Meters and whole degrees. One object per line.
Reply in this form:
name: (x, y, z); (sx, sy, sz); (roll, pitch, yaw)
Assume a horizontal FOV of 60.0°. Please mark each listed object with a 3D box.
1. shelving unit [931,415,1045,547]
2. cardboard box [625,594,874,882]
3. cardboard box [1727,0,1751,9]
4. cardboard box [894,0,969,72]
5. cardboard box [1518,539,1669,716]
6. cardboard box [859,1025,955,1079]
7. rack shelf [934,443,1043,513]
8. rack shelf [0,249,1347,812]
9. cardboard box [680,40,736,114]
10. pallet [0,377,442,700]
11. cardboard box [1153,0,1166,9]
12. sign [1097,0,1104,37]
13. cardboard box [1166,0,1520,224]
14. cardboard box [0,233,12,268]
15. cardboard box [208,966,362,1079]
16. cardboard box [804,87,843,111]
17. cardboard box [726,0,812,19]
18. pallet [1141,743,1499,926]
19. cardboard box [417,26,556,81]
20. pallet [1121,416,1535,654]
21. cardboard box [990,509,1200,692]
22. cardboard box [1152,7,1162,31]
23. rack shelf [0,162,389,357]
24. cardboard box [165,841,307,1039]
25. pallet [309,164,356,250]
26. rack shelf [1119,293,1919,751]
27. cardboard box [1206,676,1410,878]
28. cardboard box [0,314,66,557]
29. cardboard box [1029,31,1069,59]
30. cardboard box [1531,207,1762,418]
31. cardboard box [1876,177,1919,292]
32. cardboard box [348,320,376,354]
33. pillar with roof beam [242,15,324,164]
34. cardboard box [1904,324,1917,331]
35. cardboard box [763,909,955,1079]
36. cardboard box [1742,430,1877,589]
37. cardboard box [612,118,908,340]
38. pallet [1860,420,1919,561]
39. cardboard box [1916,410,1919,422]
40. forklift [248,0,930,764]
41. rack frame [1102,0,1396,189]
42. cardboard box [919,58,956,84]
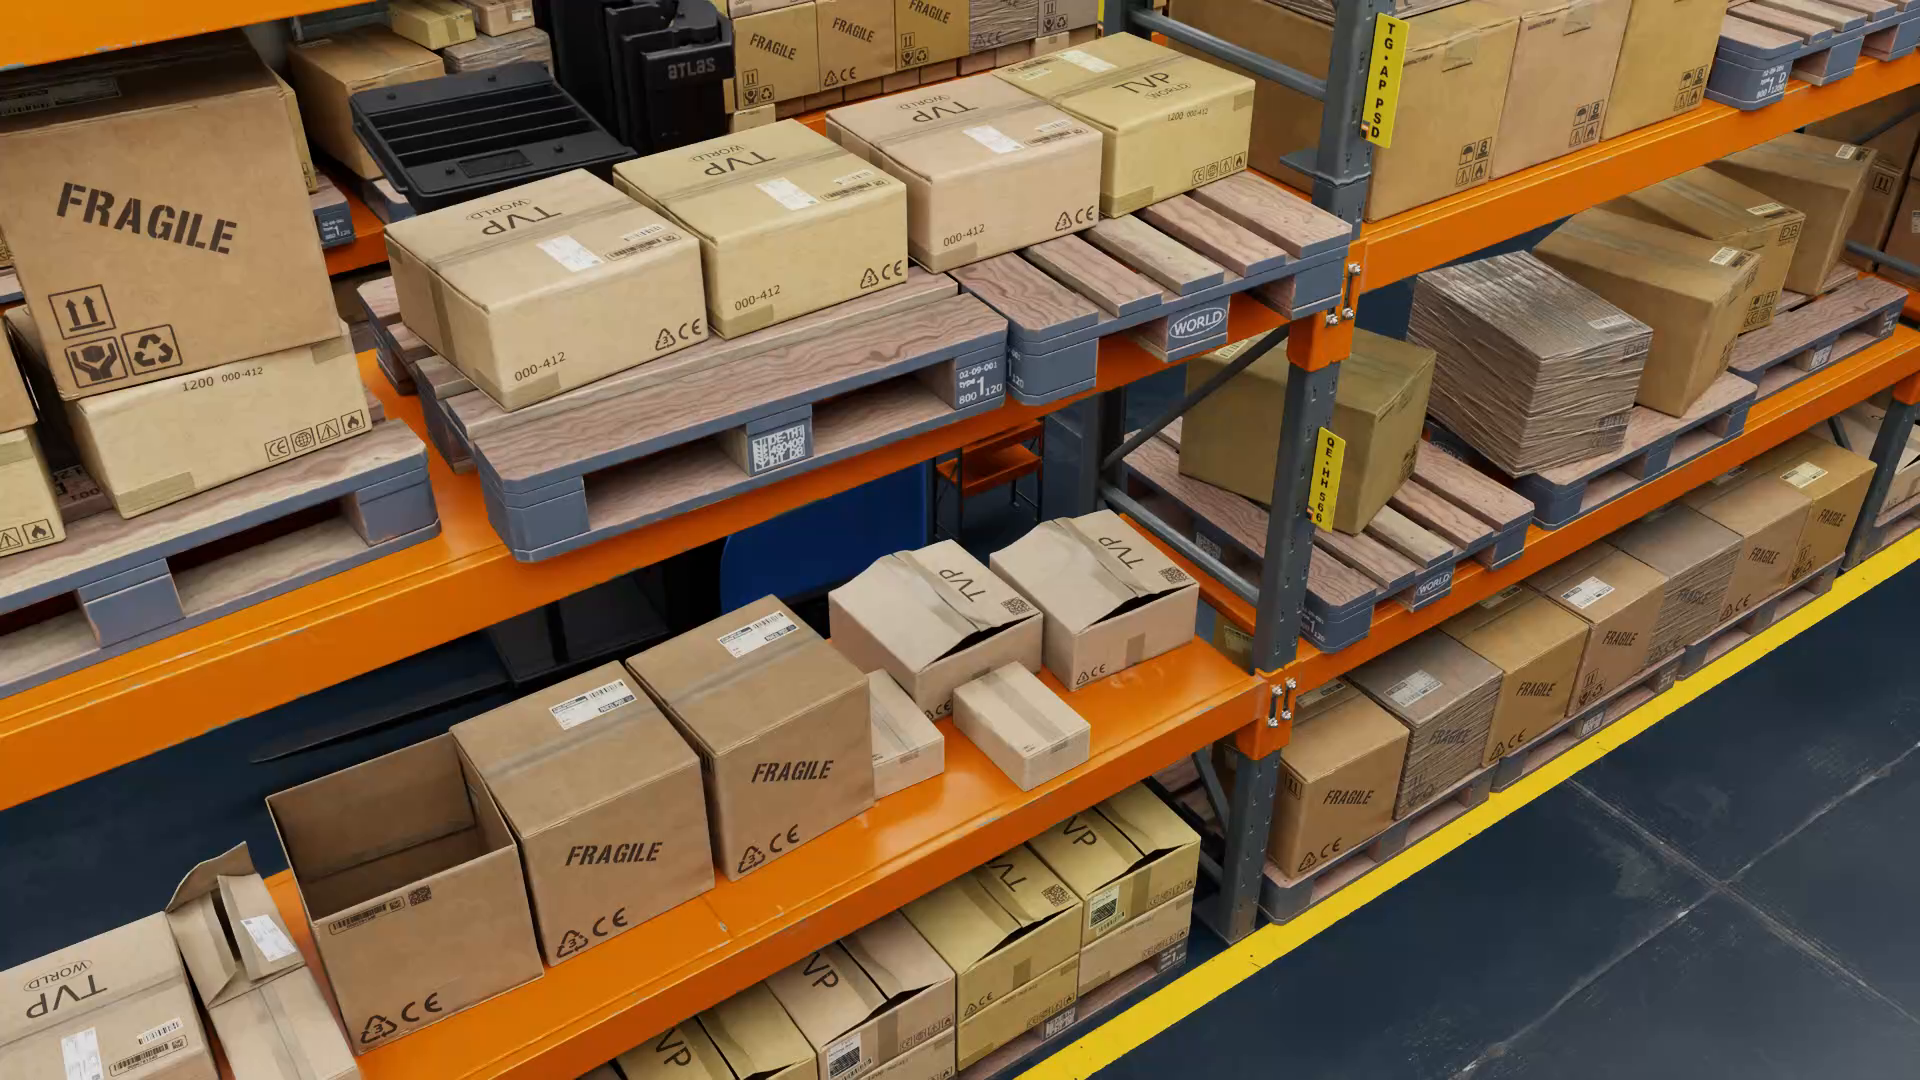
shelving unit: (0.135, -0.543, 7.977); (0.503, 1.200, 0.258); (-22, 41, -28)
cardboard box: (-0.600, 0.562, 4.814); (0.500, 0.500, 0.500); (-25, 42, -30)
cardboard box: (2.489, -2.200, 5.641); (0.600, 0.600, 0.600); (-24, 42, -30)
cardboard box: (-0.289, -3.060, 9.579); (0.500, 0.500, 0.500); (-21, 41, -27)
cardboard box: (2.560, 0.327, 6.991); (0.500, 0.500, 0.500); (-24, 42, -29)
cardboard box: (-0.360, 1.612, 5.435); (0.500, 0.250, 0.500); (-21, 41, -27)
rack shelf: (0.135, -0.327, 8.132); (0.480, 0.148, 0.258); (-22, 41, -28)
rack shelf: (-0.873, -0.223, 4.038); (4.000, 0.370, 1.077); (-22, 41, -28)
cardboard box: (-1.550, -2.543, 8.860); (0.500, 0.500, 0.500); (-21, 41, -27)
pallet: (-1.794, -0.067, 3.369); (1.217, 0.209, 0.805); (-24, 42, -30)
cardboard box: (0.943, -3.572, 10.290); (0.500, 0.500, 0.500); (-23, 42, -29)
sign: (0.451, -1.657, 4.973); (0.005, 0.325, 0.100); (-22, 41, -28)
cardboard box: (1.099, -1.391, 4.960); (0.500, 0.500, 0.910); (-22, 41, -28)
cardboard box: (-4.468, -1.546, 7.368); (0.500, 0.500, 0.700); (-18, 39, -23)
cardboard box: (-1.666, 1.277, 4.120); (0.250, 0.149, 0.380); (-22, 41, -28)
cardboard box: (-0.874, -2.604, 9.499); (0.250, 0.149, 0.380); (-21, 41, -27)
cardboard box: (-1.136, -3.017, 8.877); (0.500, 0.250, 0.500); (-23, 42, -28)
pallet: (1.394, 0.929, 6.777); (1.213, 0.211, 1.003); (-22, 41, -28)
cardboard box: (-2.473, -2.389, 8.540); (0.500, 0.500, 0.700); (-28, 44, -33)
pallet: (1.276, -0.153, 6.059); (1.003, 0.211, 1.213); (-22, 41, -28)
cardboard box: (0.439, 0.168, 5.524); (0.500, 0.311, 0.500); (-20, 40, -25)
cardboard box: (1.062, -3.336, 10.517); (0.250, 0.149, 0.380); (-22, 41, -27)
rack shelf: (-3.730, -1.368, 8.199); (4.000, 0.370, 1.077); (-22, 41, -28)
cardboard box: (-1.895, 1.047, 4.341); (0.258, 0.266, 0.396); (-23, 42, -29)
pallet: (-3.689, -1.570, 8.028); (1.213, 0.211, 1.003); (-22, 41, -28)
rack shelf: (2.397, -0.350, 6.784); (4.000, 0.370, 1.077); (-22, 41, -28)
cardboard box: (1.299, 0.850, 6.264); (0.500, 0.500, 0.500); (-21, 41, -26)
cardboard box: (-1.998, -0.154, 3.095); (0.500, 0.250, 0.500); (-18, 39, -23)
cardboard box: (0.449, -3.057, 10.129); (0.250, 0.149, 0.380); (-22, 41, -28)
cardboard box: (2.623, -0.903, 6.491); (0.700, 0.500, 0.500); (26, 43, 32)
cardboard box: (4.605, -1.397, 7.538); (0.500, 0.500, 0.500); (-21, 41, -27)
cardboard box: (-3.141, -1.112, 8.991); (0.500, 0.500, 0.700); (-22, 41, -28)
pillar with roof beam: (-1.176, -2.689, 4.282); (0.400, 9.000, 9.100); (-22, 41, -28)
cardboard box: (5.564, -1.115, 8.992); (0.637, 0.503, 0.797); (-22, 41, -28)
cardboard box: (-0.360, 1.388, 5.266); (0.500, 0.311, 0.500); (-23, 41, -28)
cardboard box: (3.793, -0.176, 7.690); (0.500, 0.500, 0.500); (-23, 41, -28)
cardboard box: (-0.469, -0.746, 3.918); (0.500, 0.250, 0.500); (-23, 42, -29)
pallet: (4.593, -0.414, 8.645); (1.213, 0.211, 1.003); (-22, 41, -28)
cardboard box: (5.201, -0.677, 8.672); (0.250, 0.166, 0.380); (-22, 41, -28)
forklift: (-1.677, -0.724, 6.746); (3.031, 2.935, 1.130); (-18, 40, -24)
rack frame: (0.762, -2.405, 3.887); (0.127, 3.000, 1.000); (-22, 41, -28)
cardboard box: (-0.226, -2.845, 9.835); (0.250, 0.149, 0.380); (-21, 41, -27)
